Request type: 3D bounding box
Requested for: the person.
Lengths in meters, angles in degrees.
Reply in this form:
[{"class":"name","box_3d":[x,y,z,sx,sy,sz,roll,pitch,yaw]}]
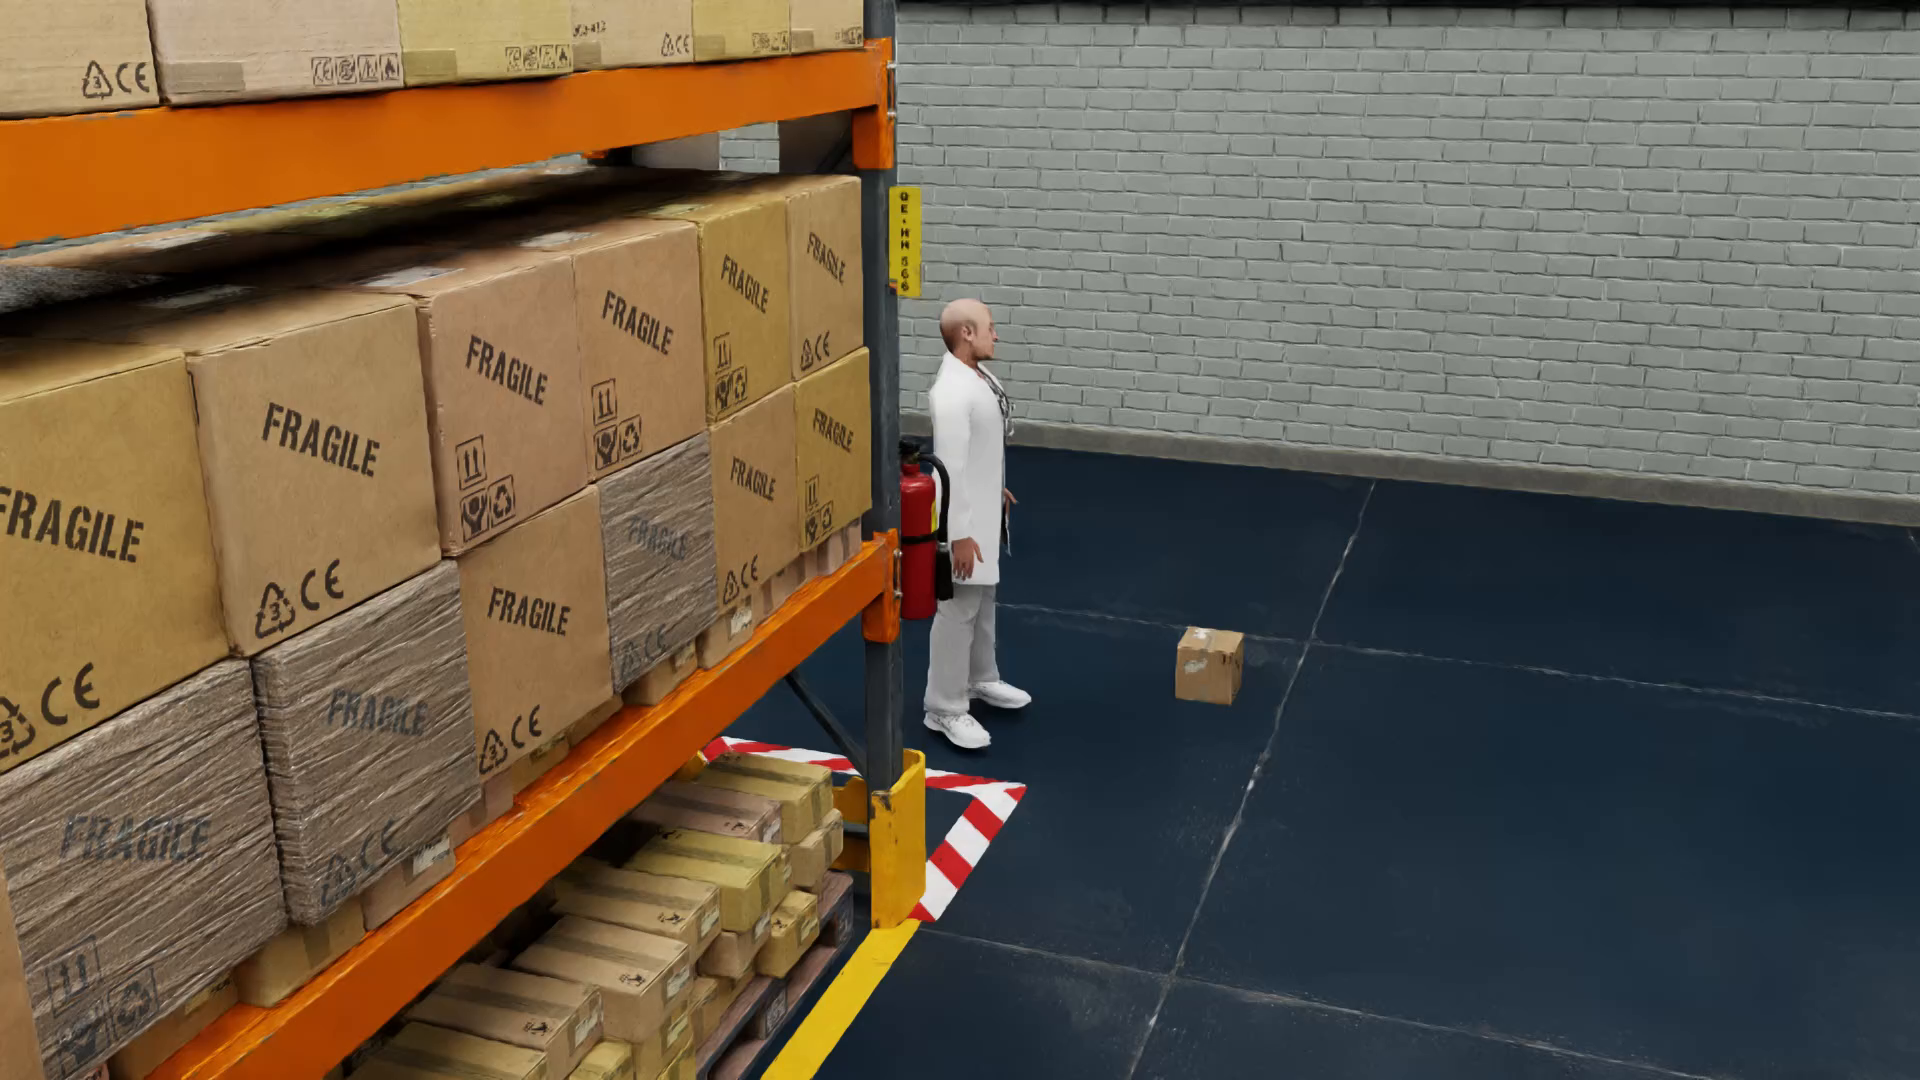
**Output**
[{"class":"person","box_3d":[0.077,-0.093,6.765,0.429,1.793,0.688,3,19,8]}]
